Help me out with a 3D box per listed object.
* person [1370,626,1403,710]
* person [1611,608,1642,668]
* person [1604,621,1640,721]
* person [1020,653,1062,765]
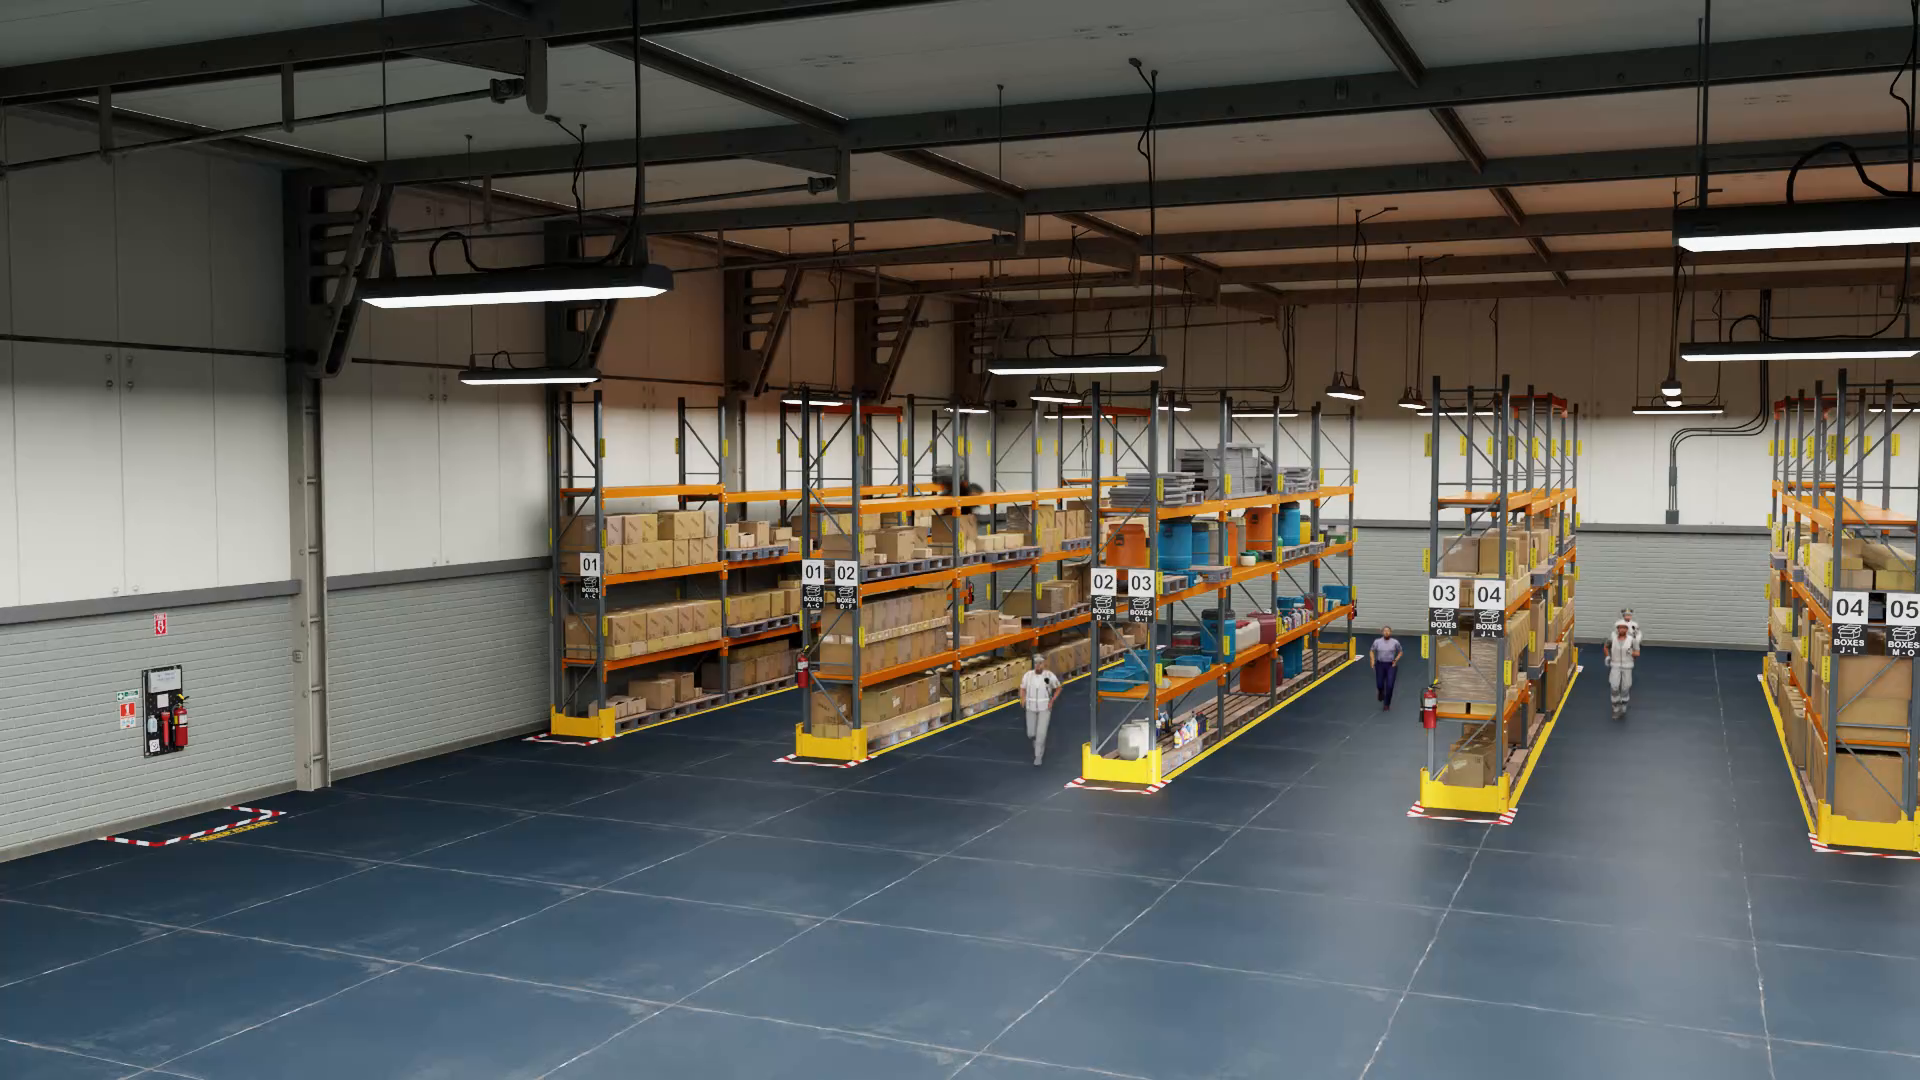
[{"bbox_3d":[8.182,2.494,31.949,0.604,1.534,0.550,1,3,15],"label":"person"},{"bbox_3d":[14.038,2.250,35.025,0.609,1.653,0.693,1,3,16],"label":"person"},{"bbox_3d":[12.227,2.409,30.745,0.630,1.844,0.735,1,3,22],"label":"person"},{"bbox_3d":[1.280,2.679,26.580,0.671,1.764,0.710,1,3,11],"label":"person"}]
